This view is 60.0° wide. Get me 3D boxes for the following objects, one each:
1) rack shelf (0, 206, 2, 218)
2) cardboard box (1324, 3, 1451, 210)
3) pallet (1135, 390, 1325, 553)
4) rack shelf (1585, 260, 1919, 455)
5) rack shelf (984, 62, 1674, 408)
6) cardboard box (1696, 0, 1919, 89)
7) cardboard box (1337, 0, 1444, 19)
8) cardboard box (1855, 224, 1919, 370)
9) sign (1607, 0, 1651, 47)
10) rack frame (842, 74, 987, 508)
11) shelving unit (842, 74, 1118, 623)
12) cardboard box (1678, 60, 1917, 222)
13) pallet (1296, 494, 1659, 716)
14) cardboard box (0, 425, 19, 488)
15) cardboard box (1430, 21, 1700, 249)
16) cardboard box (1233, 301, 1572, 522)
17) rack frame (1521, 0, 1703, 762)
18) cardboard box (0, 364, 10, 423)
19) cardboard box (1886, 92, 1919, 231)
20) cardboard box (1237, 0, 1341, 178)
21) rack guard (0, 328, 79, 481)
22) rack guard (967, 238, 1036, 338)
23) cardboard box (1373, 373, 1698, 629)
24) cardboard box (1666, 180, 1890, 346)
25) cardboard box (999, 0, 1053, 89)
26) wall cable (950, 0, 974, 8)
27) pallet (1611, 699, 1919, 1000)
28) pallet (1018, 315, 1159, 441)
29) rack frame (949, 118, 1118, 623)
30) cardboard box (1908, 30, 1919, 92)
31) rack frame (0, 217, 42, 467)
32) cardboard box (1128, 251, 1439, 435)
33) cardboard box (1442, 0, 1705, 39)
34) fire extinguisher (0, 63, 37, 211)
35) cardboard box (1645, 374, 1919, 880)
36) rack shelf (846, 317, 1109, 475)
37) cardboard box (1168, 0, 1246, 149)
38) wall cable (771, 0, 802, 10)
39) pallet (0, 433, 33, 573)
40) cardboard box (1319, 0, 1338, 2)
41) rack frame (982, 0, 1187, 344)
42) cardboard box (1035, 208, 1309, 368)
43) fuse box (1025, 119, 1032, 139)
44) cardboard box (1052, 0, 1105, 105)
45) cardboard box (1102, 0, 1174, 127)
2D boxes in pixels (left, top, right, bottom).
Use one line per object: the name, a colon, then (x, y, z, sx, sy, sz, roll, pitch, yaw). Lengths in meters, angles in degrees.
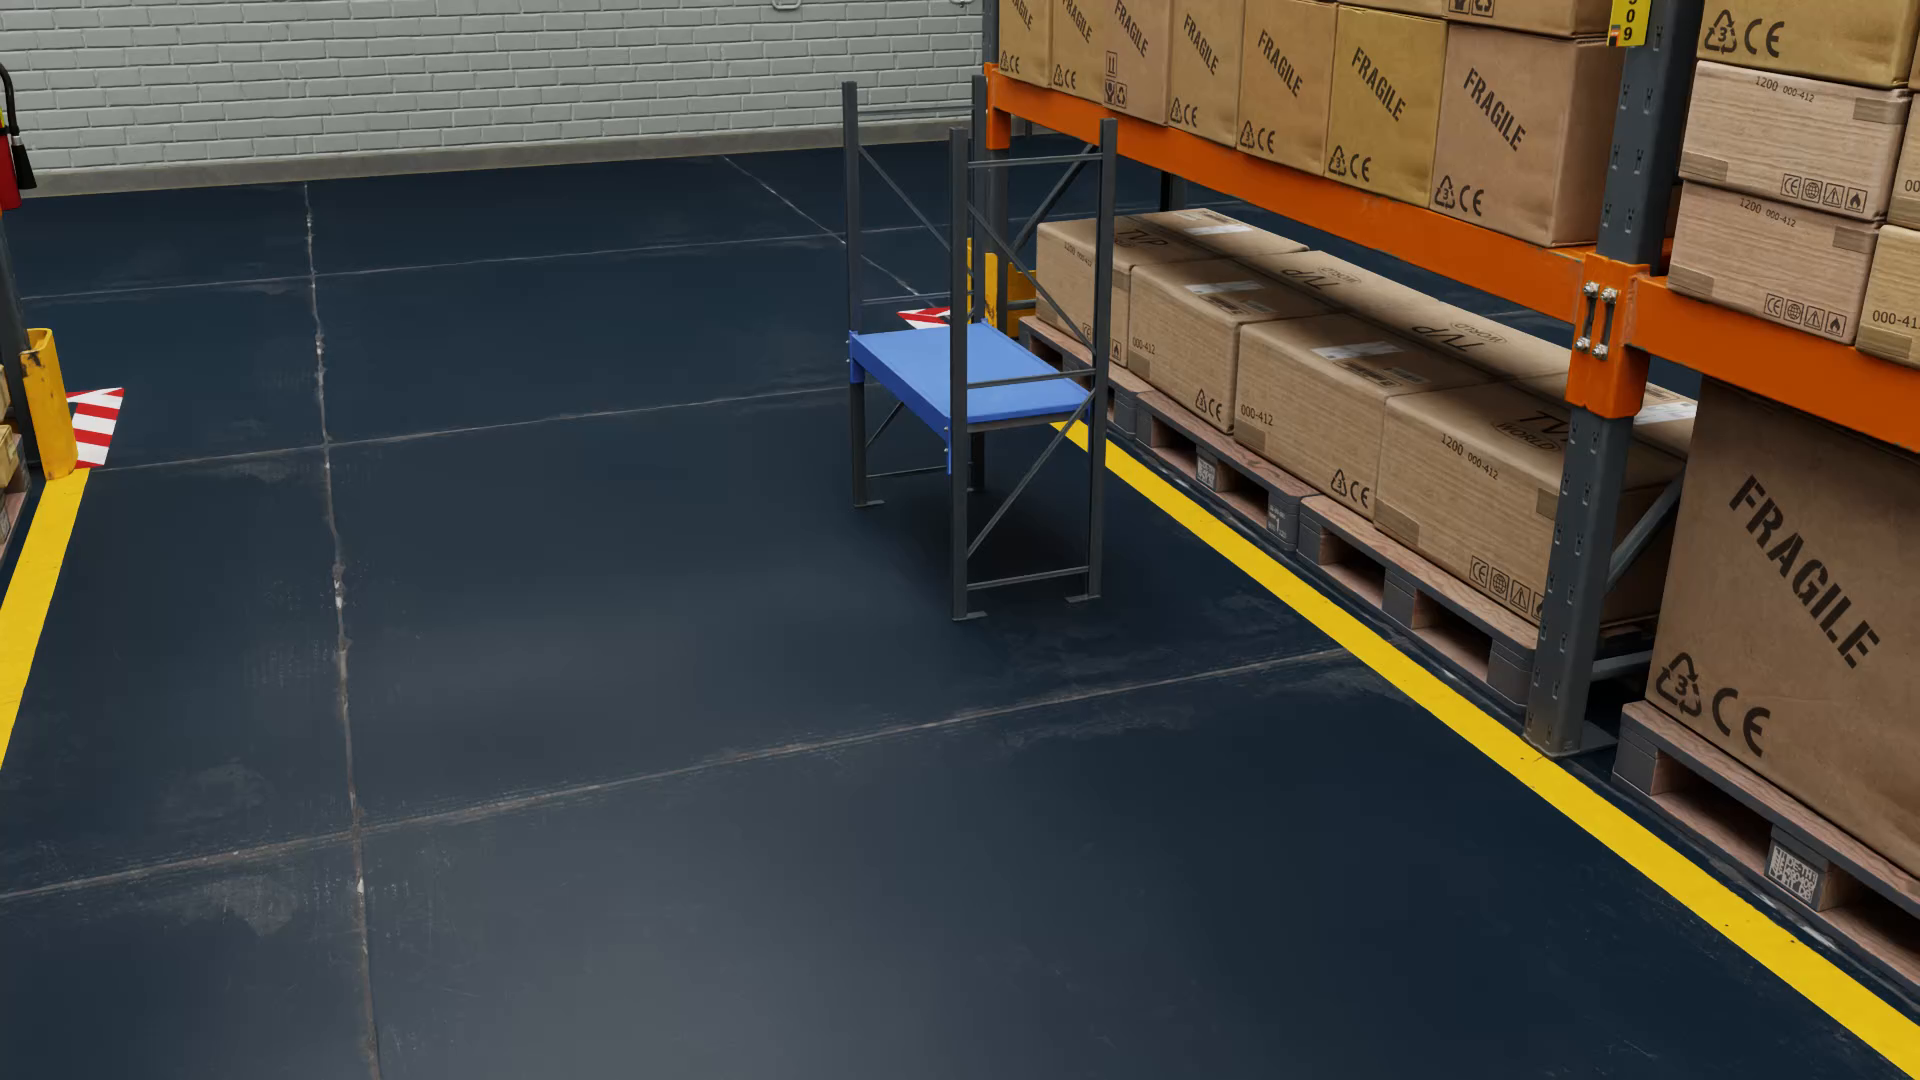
rack shelf: (-3.303, -0.570, 4.167, 1.077, 0.370, 4.000, -8, 24, -19)
cardboard box: (1.409, -1.257, 4.740, 0.500, 0.500, 0.500, -9, 24, -20)
pallet: (1.369, -0.337, 6.278, 1.003, 0.211, 1.213, -8, 24, -19)
rack shelf: (2.706, 0.167, 2.417, 1.077, 0.370, 4.000, -8, 24, -19)
rack shelf: (1.293, -1.286, 5.865, 1.077, 0.370, 4.000, -8, 24, -19)
cardboard box: (1.886, -1.198, 3.315, 0.500, 0.500, 0.500, -8, 24, -18)
cardboard box: (1.402, -1.717, 4.545, 0.500, 0.500, 0.500, -9, 24, -20)
cardboard box: (2.092, -0.438, 3.120, 0.500, 0.250, 0.500, -9, 24, -20)
sign: (1.480, -1.250, 3.636, 0.100, 0.325, 0.005, -8, 24, -19)
rack frame: (-0.149, -0.845, 5.823, 0.500, 1.500, 0.032, -8, 24, -19)
shelving unit: (0.030, -0.660, 5.385, 0.538, 1.500, 1.048, -8, 24, -19)
cardboard box: (1.891, -0.854, 3.462, 0.500, 0.250, 0.500, -9, 24, -21)
pallet: (1.804, 0.107, 5.224, 1.003, 0.211, 1.213, -8, 24, -19)
cardboard box: (-3.443, -0.266, 5.649, 0.380, 0.149, 0.250, -8, 24, -17)
cardboard box: (1.596, -1.070, 4.299, 0.500, 0.500, 0.500, -8, 24, -19)
cardboard box: (1.561, -0.472, 5.765, 0.875, 0.438, 0.875, -9, 25, -21)
rack frame: (1.999, -0.891, 4.001, 1.000, 3.000, 0.127, -8, 24, -19)
cardboard box: (-3.556, -0.493, 5.804, 0.380, 0.149, 0.250, -9, 24, -20)
cardboard box: (2.101, -0.668, 3.022, 0.500, 0.250, 0.500, -8, 24, -18)
cardboard box: (1.218, -1.437, 5.169, 0.500, 0.500, 0.500, -9, 24, -20)
rack guard: (-3.982, -0.449, 6.171, 1.175, 0.500, 0.348, -8, 24, -19)
rack guard: (0.578, -1.201, 7.956, 1.175, 0.500, 0.348, -8, 24, -19)
cardboard box: (1.878, -0.147, 4.994, 0.875, 0.438, 0.875, -9, 24, -20)
cardboard box: (1.908, -0.626, 3.565, 0.500, 0.250, 0.500, -9, 24, -20)
cardboard box: (0.487, -2.176, 6.923, 0.500, 0.500, 0.500, -9, 24, -19)
wall cable: (-0.105, -5.057, 12.578, 0.588, 1.984, 0.122, -8, 24, -19)
pallet: (2.342, 0.664, 3.902, 1.003, 0.211, 1.213, -8, 24, -19)
pallet: (0.942, -0.779, 7.328, 1.003, 0.211, 1.213, -8, 24, -19)
rack frame: (0.210, -0.475, 4.947, 0.500, 1.500, 0.032, -8, 24, -19)
cardboard box: (2.091, -1.017, 2.885, 0.500, 0.500, 0.500, -8, 24, -19)
rack frame: (-4.009, -1.628, 5.751, 1.000, 3.000, 0.127, -8, 24, -19)
cardboard box: (1.244, -0.800, 6.543, 0.875, 0.438, 0.875, -8, 24, -18)
cardboard box: (1.574, -1.531, 4.105, 0.500, 0.500, 0.500, -9, 24, -19)
fire extinguisher: (-3.666, -1.576, 6.206, 0.296, 0.674, 0.183, -8, 24, -19)
cardboard box: (2.293, 0.109, 3.824, 0.875, 0.875, 0.875, -8, 24, -17)
rack shelf: (0.030, -0.494, 5.455, 0.538, 0.185, 1.000, -8, 24, -19)
cardboard box: (1.047, -1.630, 5.625, 0.500, 0.500, 0.500, -8, 24, -17)
wall cable: (-1.428, -4.872, 12.100, 0.585, 1.953, 0.123, -8, 24, -19)
pallet: (-3.728, -0.016, 5.515, 1.003, 0.211, 1.213, -8, 24, -19)
cardboard box: (1.214, -1.900, 4.981, 0.500, 0.500, 0.500, -8, 24, -18)
rack frame: (0.586, -2.344, 7.450, 1.000, 3.000, 0.127, -8, 24, -19)
cardboard box: (0.913, -1.131, 7.329, 0.875, 0.438, 0.875, -9, 25, -21)
fuse box: (0.589, -4.031, 13.111, 0.539, 1.711, 0.414, -8, 24, -19)
cardboard box: (0.692, -1.997, 6.496, 0.500, 0.500, 0.500, -9, 24, -20)
cardboard box: (0.855, -1.809, 6.052, 0.500, 0.500, 0.500, -8, 24, -19)
